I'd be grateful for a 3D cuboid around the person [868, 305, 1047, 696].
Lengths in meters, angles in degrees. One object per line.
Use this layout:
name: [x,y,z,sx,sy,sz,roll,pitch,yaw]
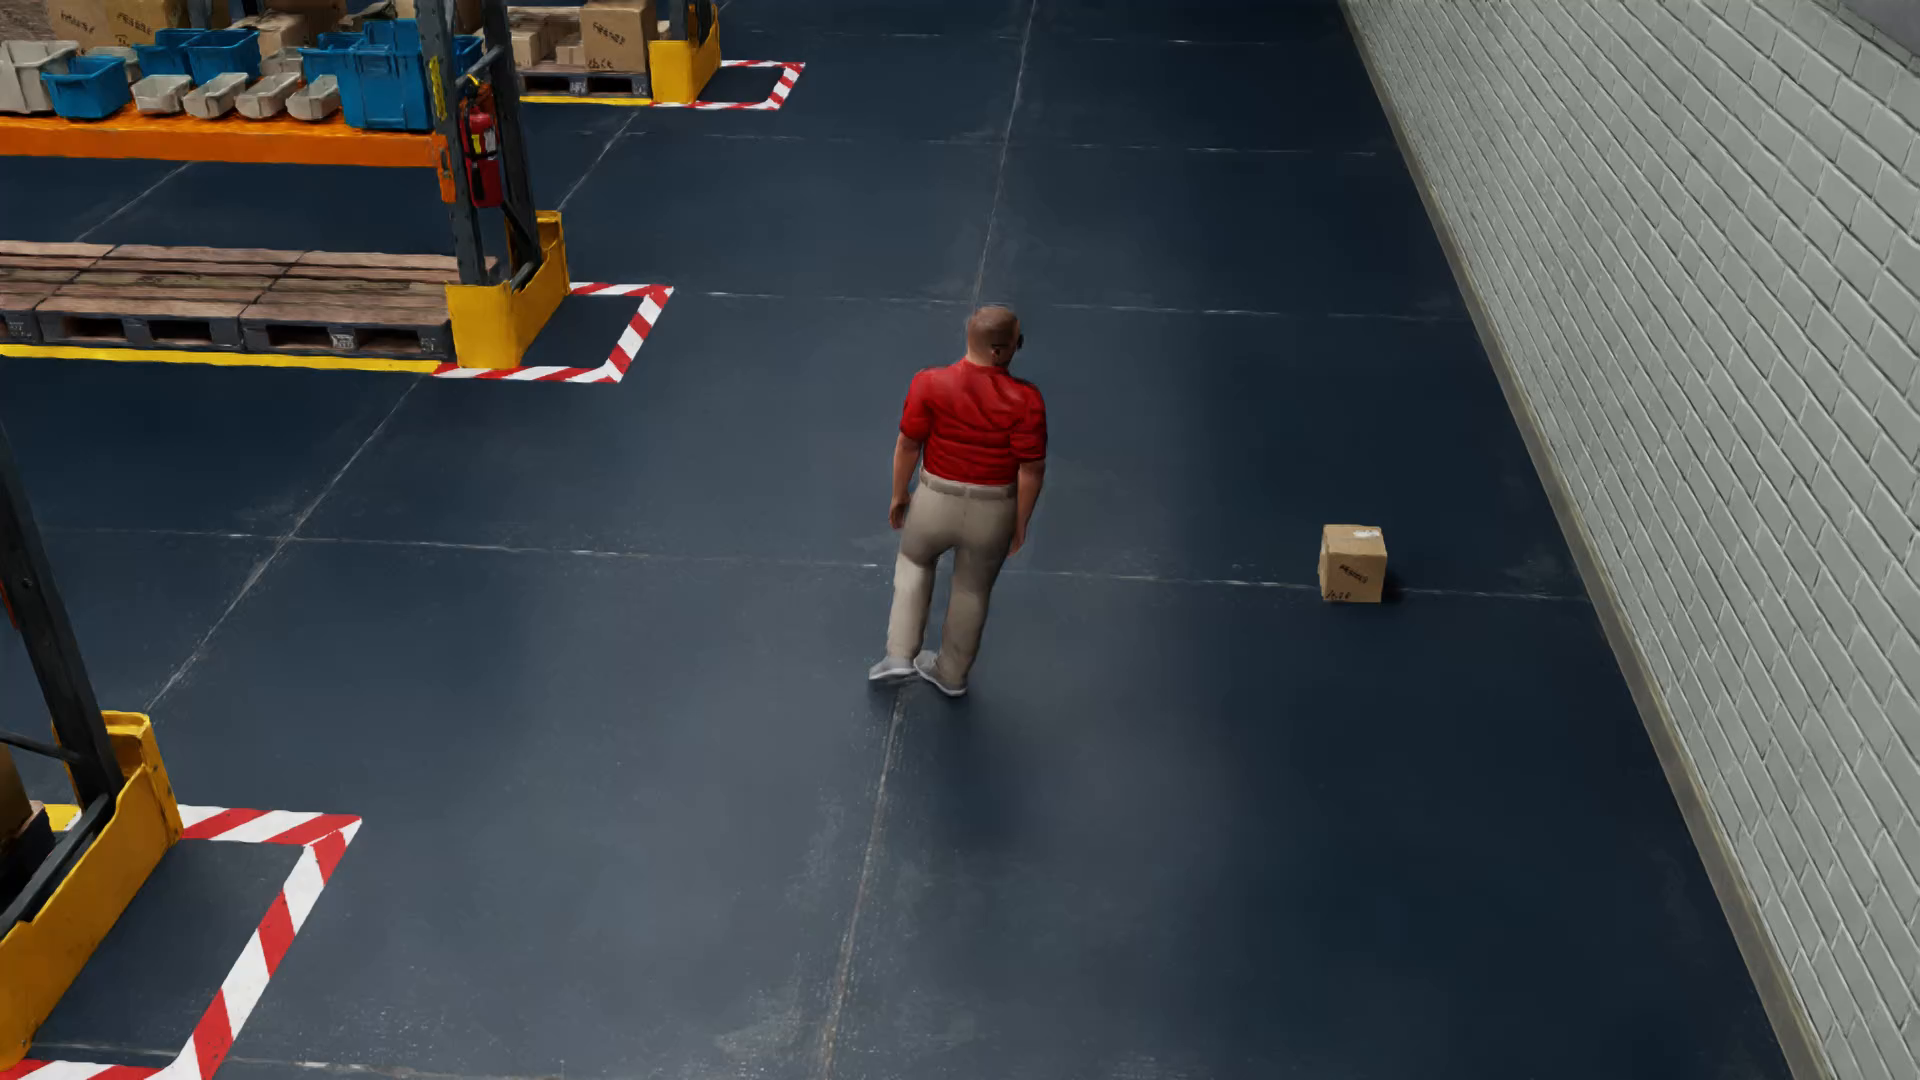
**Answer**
person: [-0.021,-0.130,6.381,0.699,1.717,0.437,2,32,4]
